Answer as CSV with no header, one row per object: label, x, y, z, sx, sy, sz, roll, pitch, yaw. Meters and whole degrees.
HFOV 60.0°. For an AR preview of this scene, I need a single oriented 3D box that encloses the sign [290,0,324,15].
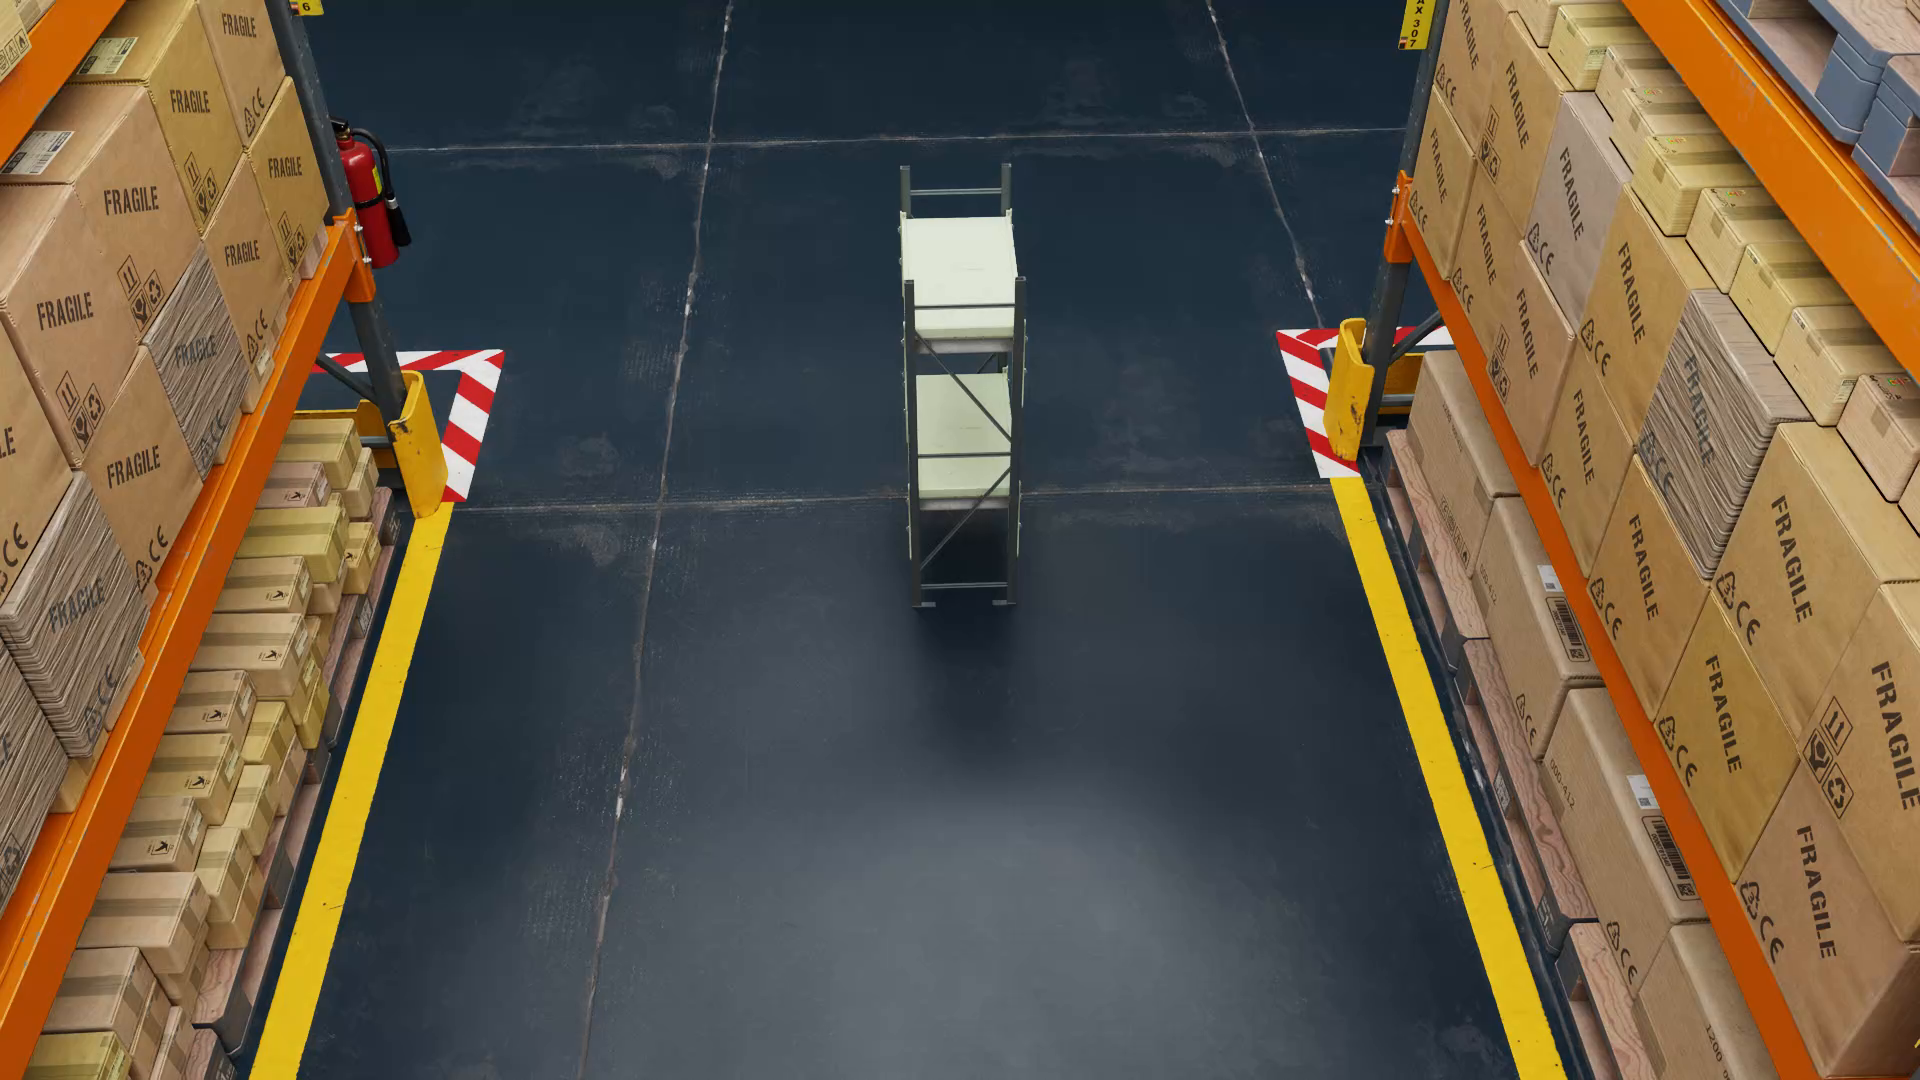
sign,-2.198,-1.893,5.504,0.100,0.325,0.005,-2,43,-2

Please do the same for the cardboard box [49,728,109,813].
cardboard box,-2.369,0.539,4.128,0.380,0.149,0.250,-1,43,-1

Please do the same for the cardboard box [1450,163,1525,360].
cardboard box,1.970,-0.921,5.461,0.500,0.500,0.500,-2,43,-2

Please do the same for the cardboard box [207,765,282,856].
cardboard box,-2.356,0.846,5.186,0.380,0.149,0.250,-1,43,-1

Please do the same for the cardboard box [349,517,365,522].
cardboard box,-2.523,-0.102,6.440,0.380,0.149,0.250,-1,43,-1

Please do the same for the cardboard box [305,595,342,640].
cardboard box,-2.486,0.250,6.057,0.380,0.149,0.250,-2,43,-2

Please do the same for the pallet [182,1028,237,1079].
pallet,-2.648,1.929,4.490,1.003,0.211,1.213,-2,43,-2

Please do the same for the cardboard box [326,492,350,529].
cardboard box,-2.489,-0.035,6.147,0.380,0.149,0.250,-3,43,-3

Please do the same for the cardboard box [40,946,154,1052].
cardboard box,-2.438,1.259,4.515,0.380,0.149,0.250,-3,43,-3

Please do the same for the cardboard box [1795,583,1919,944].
cardboard box,2.062,0.427,3.250,0.500,0.500,0.500,-2,43,-2

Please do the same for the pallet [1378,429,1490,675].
pallet,2.300,0.008,6.585,1.003,0.211,1.213,-2,43,-2

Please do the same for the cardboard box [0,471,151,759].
cardboard box,-2.367,0.190,4.029,0.500,0.500,0.500,-2,43,-3

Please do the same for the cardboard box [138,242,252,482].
cardboard box,-2.430,-0.508,4.790,0.500,0.500,0.500,-2,43,-2

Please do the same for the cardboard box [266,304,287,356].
cardboard box,-2.459,-0.705,5.485,0.380,0.149,0.250,-2,43,-2

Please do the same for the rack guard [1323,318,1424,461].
rack guard,2.187,-0.652,7.092,1.175,0.500,0.348,-2,43,-2

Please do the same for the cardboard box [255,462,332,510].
cardboard box,-2.525,-0.149,6.051,0.380,0.149,0.250,-1,43,-1

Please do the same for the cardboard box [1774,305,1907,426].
cardboard box,2.048,-0.389,3.660,0.380,0.149,0.250,-2,43,-2

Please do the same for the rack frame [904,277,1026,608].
rack frame,0.016,-0.301,5.969,0.400,1.500,0.023,-2,43,-2

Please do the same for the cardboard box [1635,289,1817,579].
cardboard box,2.017,-0.259,3.999,0.500,0.500,0.500,-1,43,-1

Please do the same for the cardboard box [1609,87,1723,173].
cardboard box,1.966,-1.078,4.412,0.380,0.149,0.250,-1,43,-1

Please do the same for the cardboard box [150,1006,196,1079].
cardboard box,-2.413,1.478,4.716,0.380,0.149,0.250,-2,43,-3

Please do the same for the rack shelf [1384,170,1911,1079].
rack shelf,2.273,0.058,4.999,1.077,0.370,4.000,-2,43,-2

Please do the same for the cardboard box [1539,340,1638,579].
cardboard box,2.012,-0.240,4.718,0.500,0.500,0.500,0,43,0

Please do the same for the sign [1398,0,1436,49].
sign,1.633,-1.894,5.897,0.100,0.325,0.005,-2,43,-2

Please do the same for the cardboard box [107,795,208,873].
cardboard box,-2.461,0.903,4.903,0.380,0.149,0.250,-3,43,-4

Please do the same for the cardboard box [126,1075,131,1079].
cardboard box,-2.426,1.554,4.414,0.380,0.149,0.250,-2,43,-2

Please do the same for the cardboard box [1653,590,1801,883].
cardboard box,2.055,0.453,3.962,0.500,0.500,0.500,-3,43,-3

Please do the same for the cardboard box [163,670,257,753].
cardboard box,-2.472,0.560,5.278,0.380,0.149,0.250,-3,43,-3

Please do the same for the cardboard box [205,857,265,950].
cardboard box,-2.374,1.119,5.108,0.380,0.149,0.250,-3,43,-3

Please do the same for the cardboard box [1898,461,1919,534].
cardboard box,2.123,-0.050,3.291,0.380,0.149,0.250,-2,43,-2

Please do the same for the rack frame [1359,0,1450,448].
rack frame,2.188,-1.558,6.229,1.000,3.000,0.127,-2,43,-2

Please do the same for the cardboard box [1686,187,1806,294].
cardboard box,2.010,-0.731,4.033,0.380,0.149,0.250,-2,43,-2

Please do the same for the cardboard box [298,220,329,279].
cardboard box,-2.457,-1.043,5.853,0.380,0.149,0.250,-2,43,-2

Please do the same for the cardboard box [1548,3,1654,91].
cardboard box,1.934,-1.424,4.789,0.380,0.149,0.250,-3,43,-3

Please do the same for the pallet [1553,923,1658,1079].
pallet,2.403,1.655,4.788,1.003,0.211,1.213,-2,43,-2

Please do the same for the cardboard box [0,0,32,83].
cardboard box,-2.391,-1.060,3.578,0.500,0.250,0.500,0,43,0

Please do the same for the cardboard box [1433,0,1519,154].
cardboard box,1.923,-1.631,5.495,0.500,0.500,0.500,-3,43,-3

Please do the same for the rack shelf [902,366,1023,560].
rack shelf,0.000,-0.308,6.459,0.431,0.370,0.720,-2,43,-2

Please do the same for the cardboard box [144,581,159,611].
cardboard box,-2.431,0.178,4.522,0.380,0.149,0.250,0,43,0

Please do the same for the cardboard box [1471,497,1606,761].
cardboard box,2.363,0.292,5.796,0.875,0.438,0.875,-1,43,-1

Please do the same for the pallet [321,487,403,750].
pallet,-2.751,0.281,6.287,1.003,0.211,1.213,-2,43,-2

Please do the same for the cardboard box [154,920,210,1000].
cardboard box,-2.423,1.185,4.816,0.380,0.149,0.250,0,43,0

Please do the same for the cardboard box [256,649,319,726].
cardboard box,-2.387,0.487,5.577,0.380,0.149,0.250,-1,43,-1

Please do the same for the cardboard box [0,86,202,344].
cardboard box,-2.433,-0.868,4.443,0.500,0.500,0.500,0,43,0

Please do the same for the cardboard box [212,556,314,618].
cardboard box,-2.439,0.199,5.672,0.380,0.149,0.250,-3,43,-4

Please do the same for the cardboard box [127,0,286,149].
cardboard box,-2.486,-1.561,5.198,0.500,0.500,0.500,-2,43,-3

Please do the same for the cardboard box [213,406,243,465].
cardboard box,-2.443,-0.354,5.103,0.380,0.149,0.250,-3,43,-4

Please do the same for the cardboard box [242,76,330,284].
cardboard box,-2.477,-1.198,5.543,0.500,0.500,0.500,-1,43,-1

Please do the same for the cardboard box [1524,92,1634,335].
cardboard box,1.982,-0.935,4.736,0.500,0.500,0.500,-2,43,-2

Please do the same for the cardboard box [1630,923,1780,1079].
cardboard box,2.438,1.506,4.473,0.875,0.438,0.875,-2,43,-2

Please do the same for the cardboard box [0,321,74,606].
cardboard box,-2.387,-0.164,3.675,0.500,0.500,0.500,-1,43,-1

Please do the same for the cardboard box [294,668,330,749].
cardboard box,-2.389,0.586,5.689,0.380,0.149,0.250,-3,43,-4

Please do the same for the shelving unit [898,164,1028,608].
shelving unit,0.000,-0.548,6.238,0.431,1.500,0.755,-2,43,-2
